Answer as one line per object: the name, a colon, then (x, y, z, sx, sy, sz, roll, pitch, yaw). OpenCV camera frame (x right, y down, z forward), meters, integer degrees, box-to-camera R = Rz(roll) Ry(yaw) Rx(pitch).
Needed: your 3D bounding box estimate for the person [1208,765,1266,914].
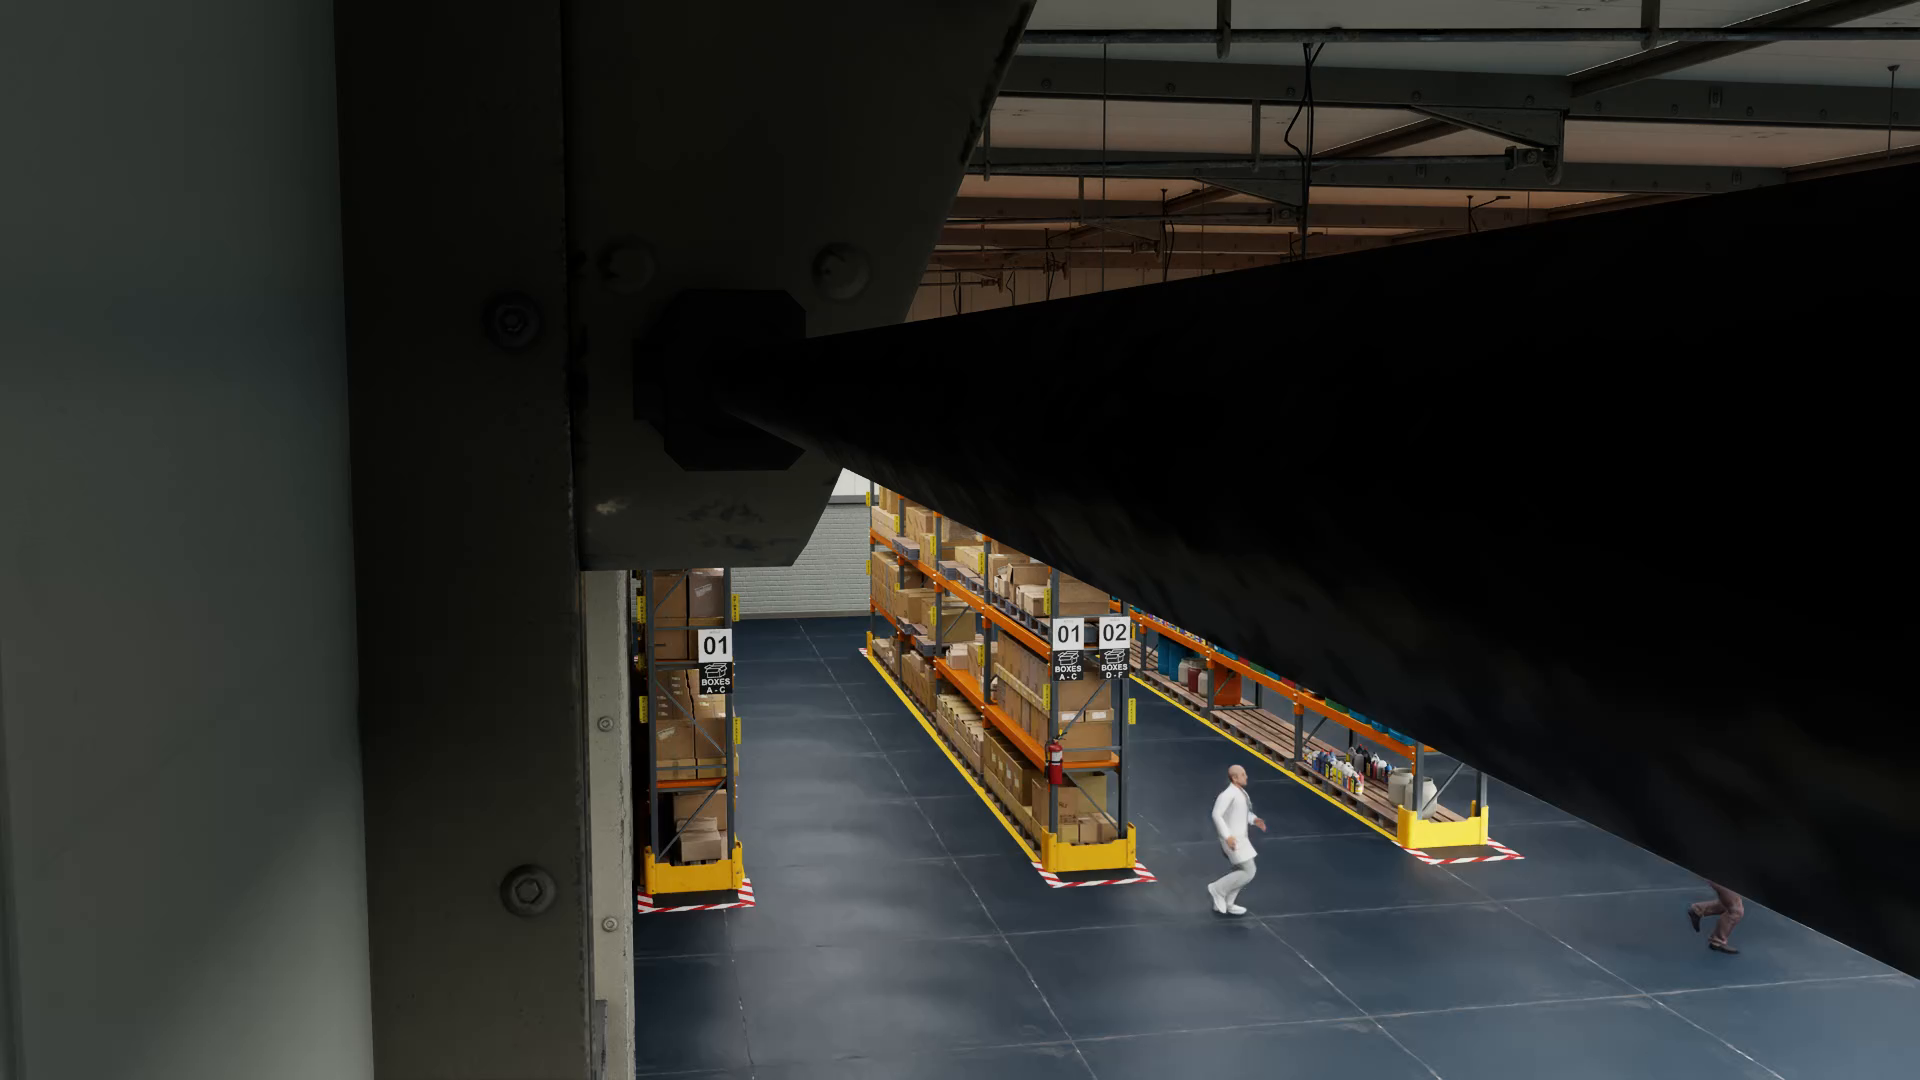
person: (3.207, 3.459, 19.222, 0.627, 1.745, 0.722, 2, 6, 18)

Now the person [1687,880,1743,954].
person: (8.238, 3.625, 18.024, 0.609, 1.686, 0.691, 2, 6, 17)
